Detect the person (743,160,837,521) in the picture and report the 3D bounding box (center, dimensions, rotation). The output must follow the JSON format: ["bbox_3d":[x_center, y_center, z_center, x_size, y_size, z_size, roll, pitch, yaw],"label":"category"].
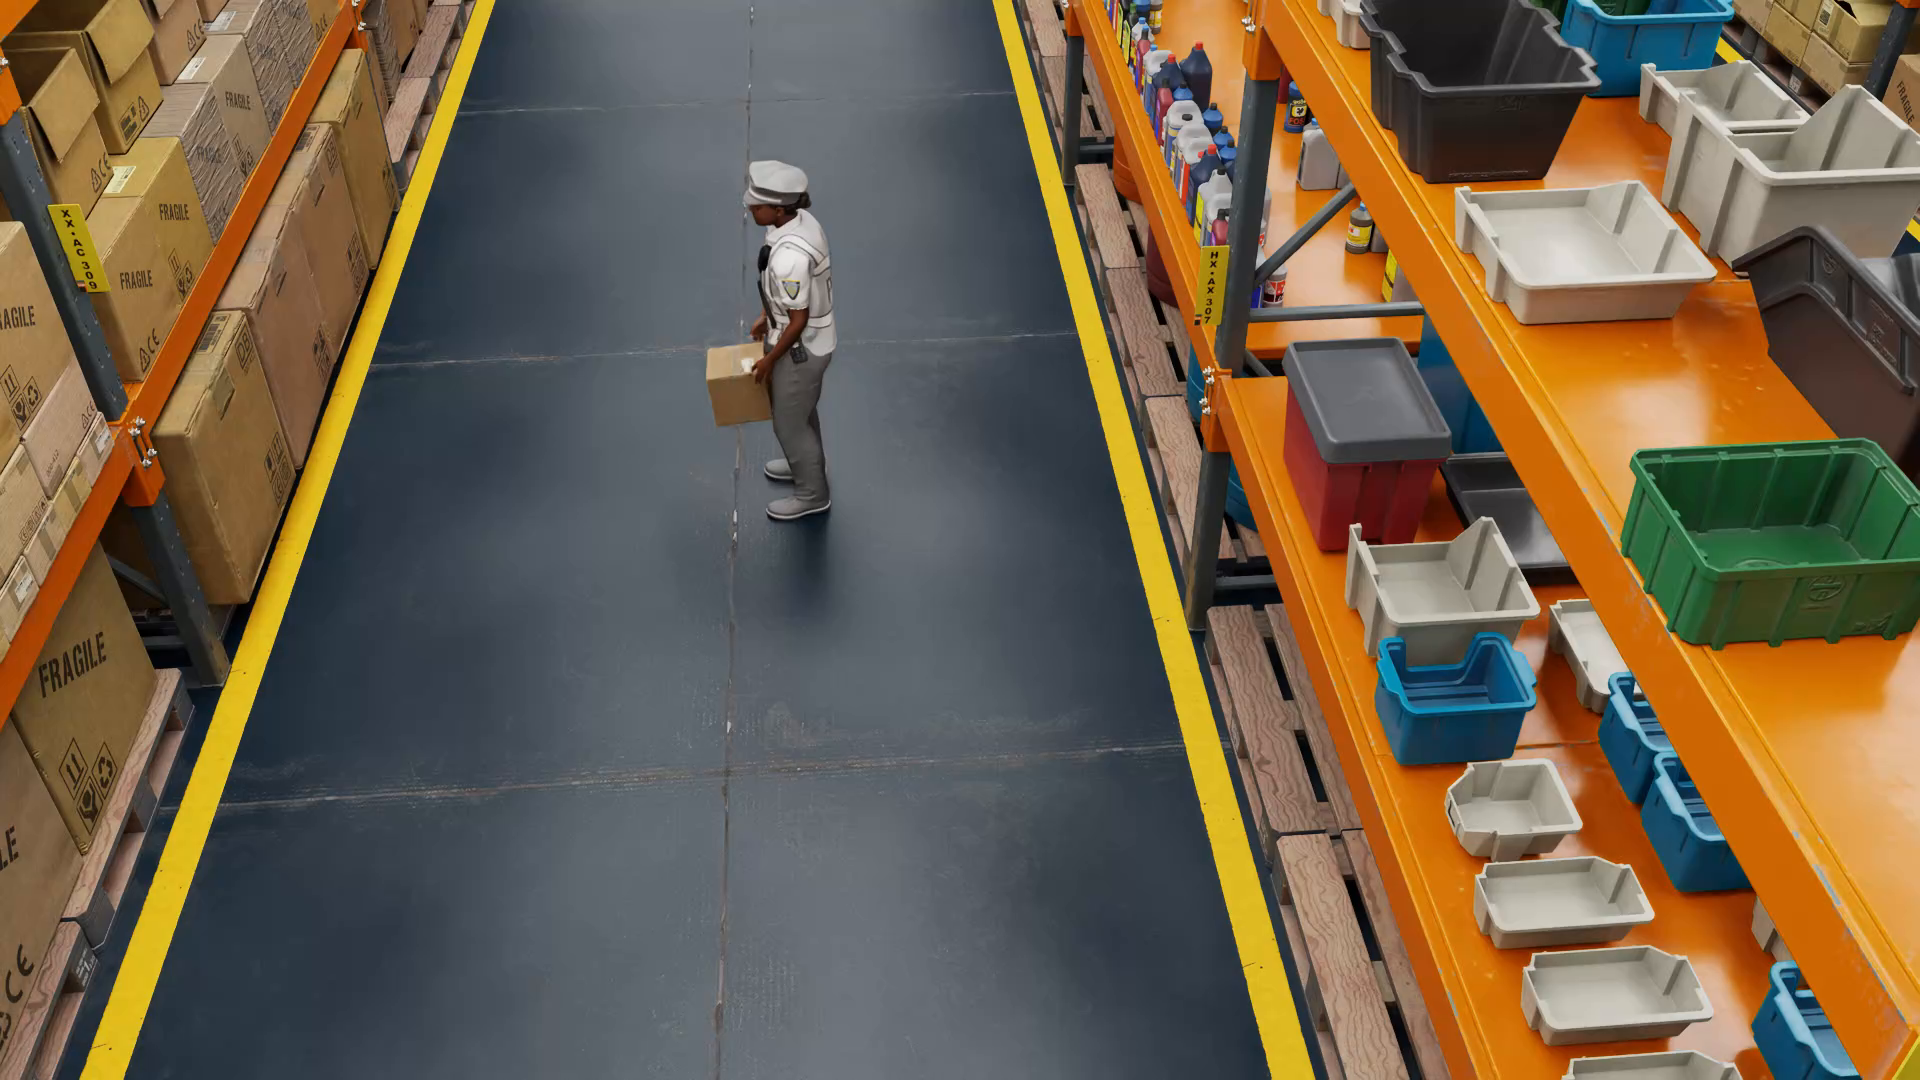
[{"bbox_3d":[-0.722,-0.856,7.185,0.377,1.676,0.488,-4,40,-5],"label":"person"}]
